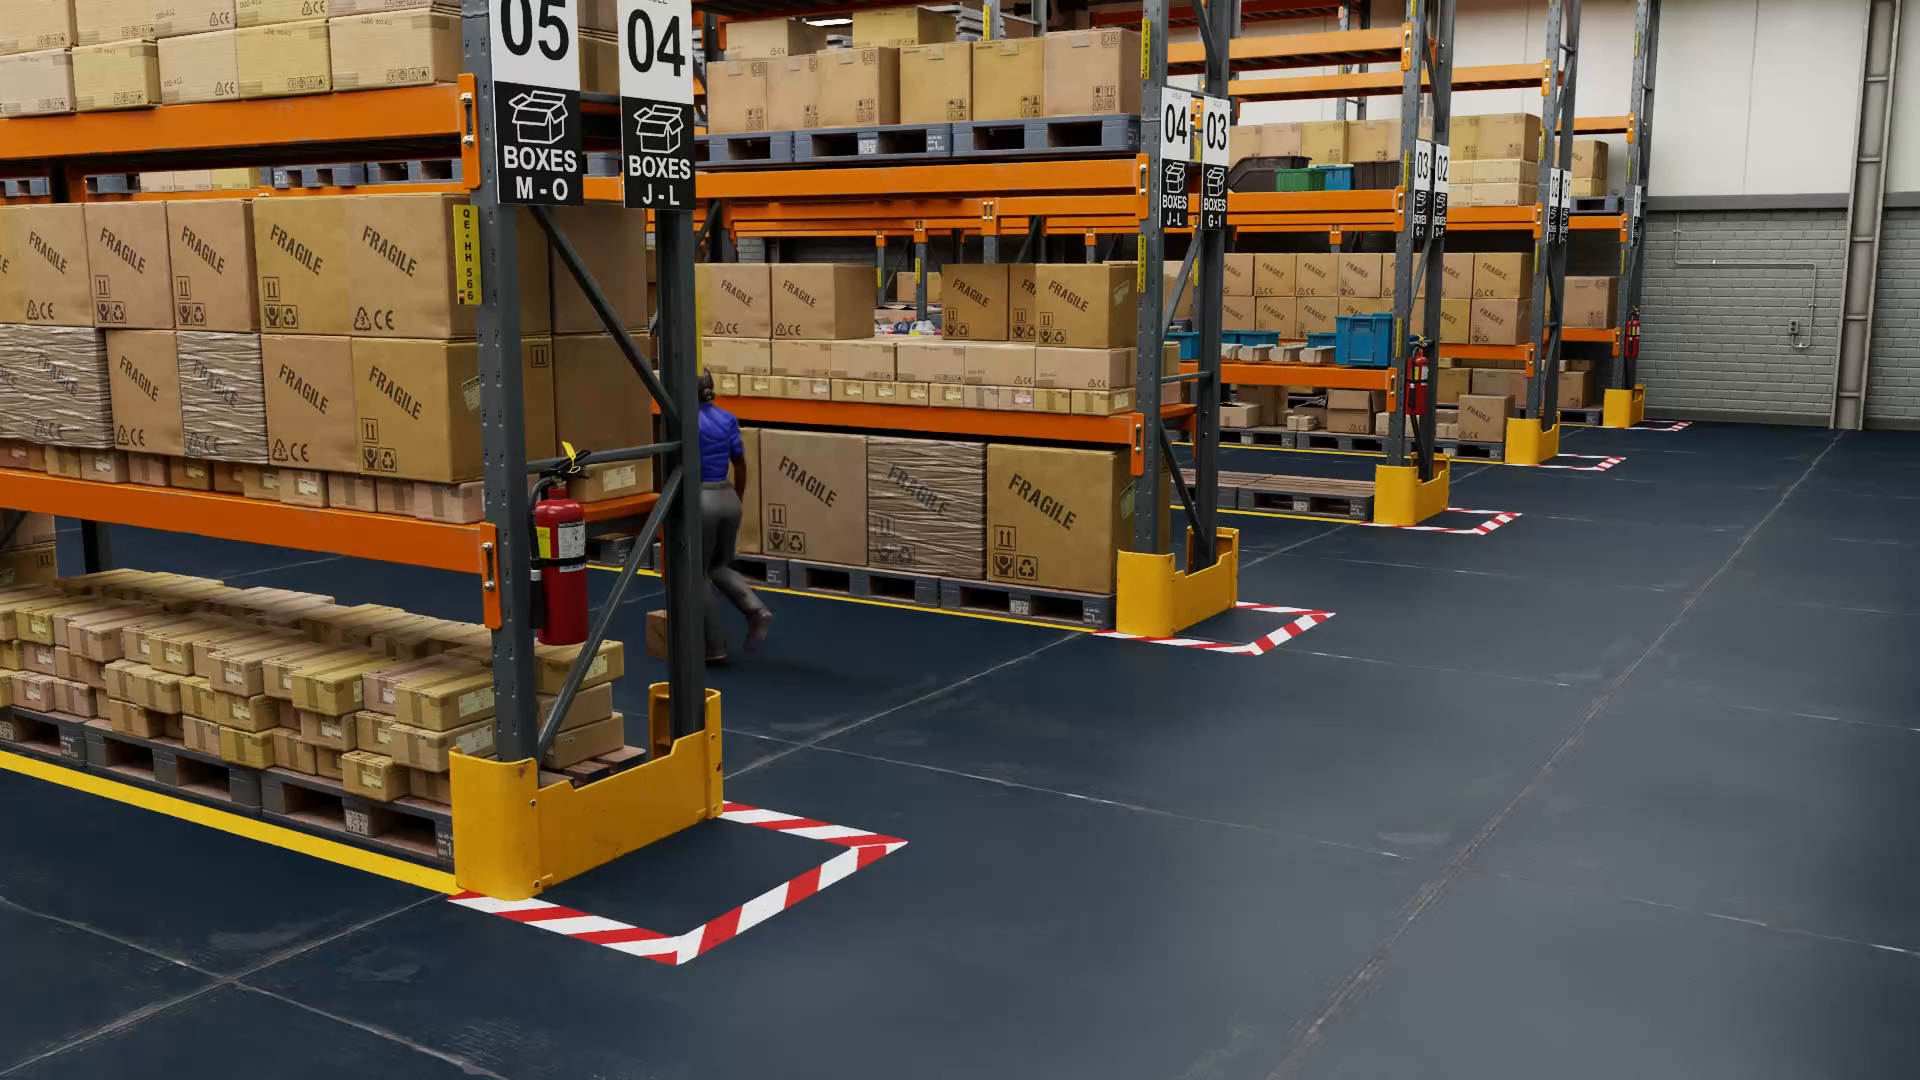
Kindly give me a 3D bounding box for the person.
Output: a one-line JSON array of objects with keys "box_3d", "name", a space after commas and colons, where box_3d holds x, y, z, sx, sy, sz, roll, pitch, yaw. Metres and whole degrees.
[{"box_3d": [-1.317, -0.136, 9.153, 0.513, 1.643, 0.482, 7, 12, 38], "name": "person"}]
